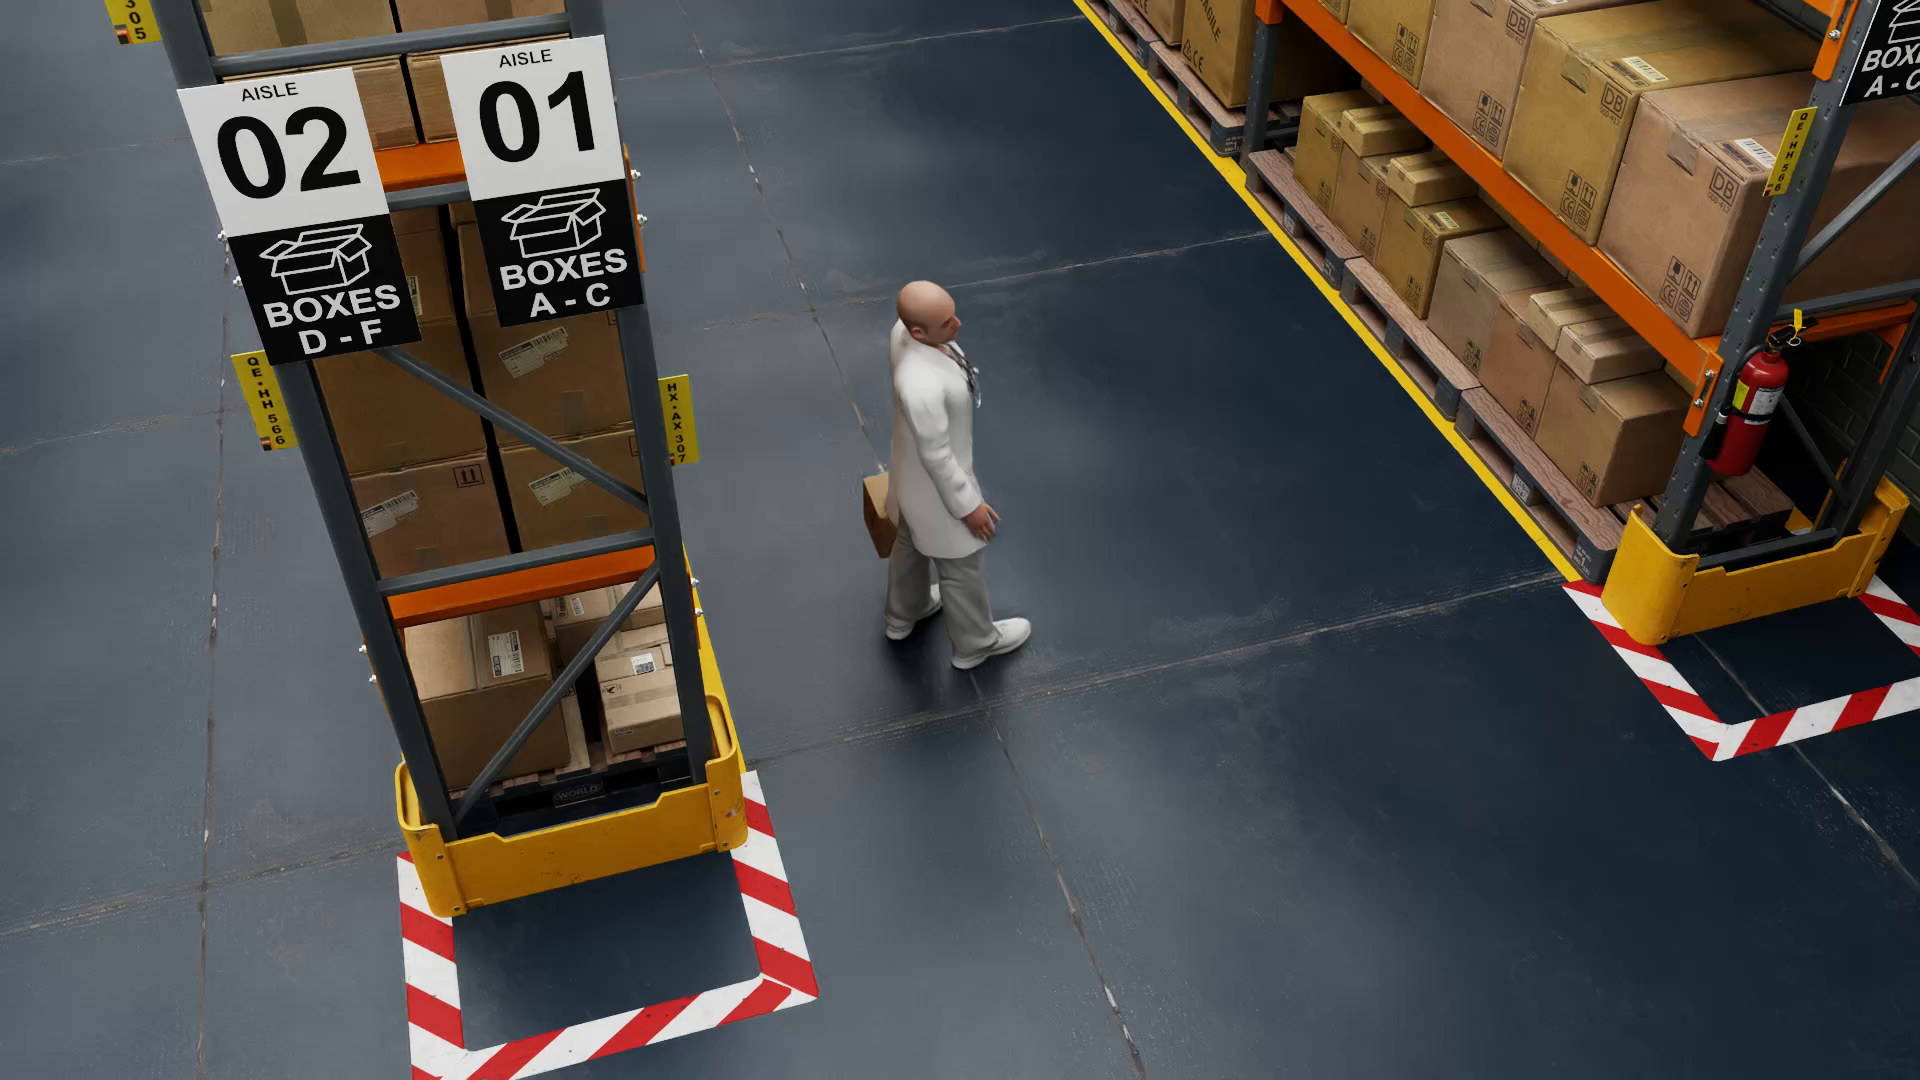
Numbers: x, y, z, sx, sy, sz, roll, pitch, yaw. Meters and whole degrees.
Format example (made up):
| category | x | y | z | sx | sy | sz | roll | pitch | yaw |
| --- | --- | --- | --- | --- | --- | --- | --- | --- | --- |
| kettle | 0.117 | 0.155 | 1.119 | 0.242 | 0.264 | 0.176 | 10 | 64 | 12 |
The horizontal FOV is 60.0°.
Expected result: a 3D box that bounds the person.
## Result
| category | x | y | z | sx | sy | sz | roll | pitch | yaw |
| --- | --- | --- | --- | --- | --- | --- | --- | --- | --- |
| person | -0.010 | -0.257 | 6.423 | 0.597 | 1.783 | 0.623 | -9 | 42 | -10 |
